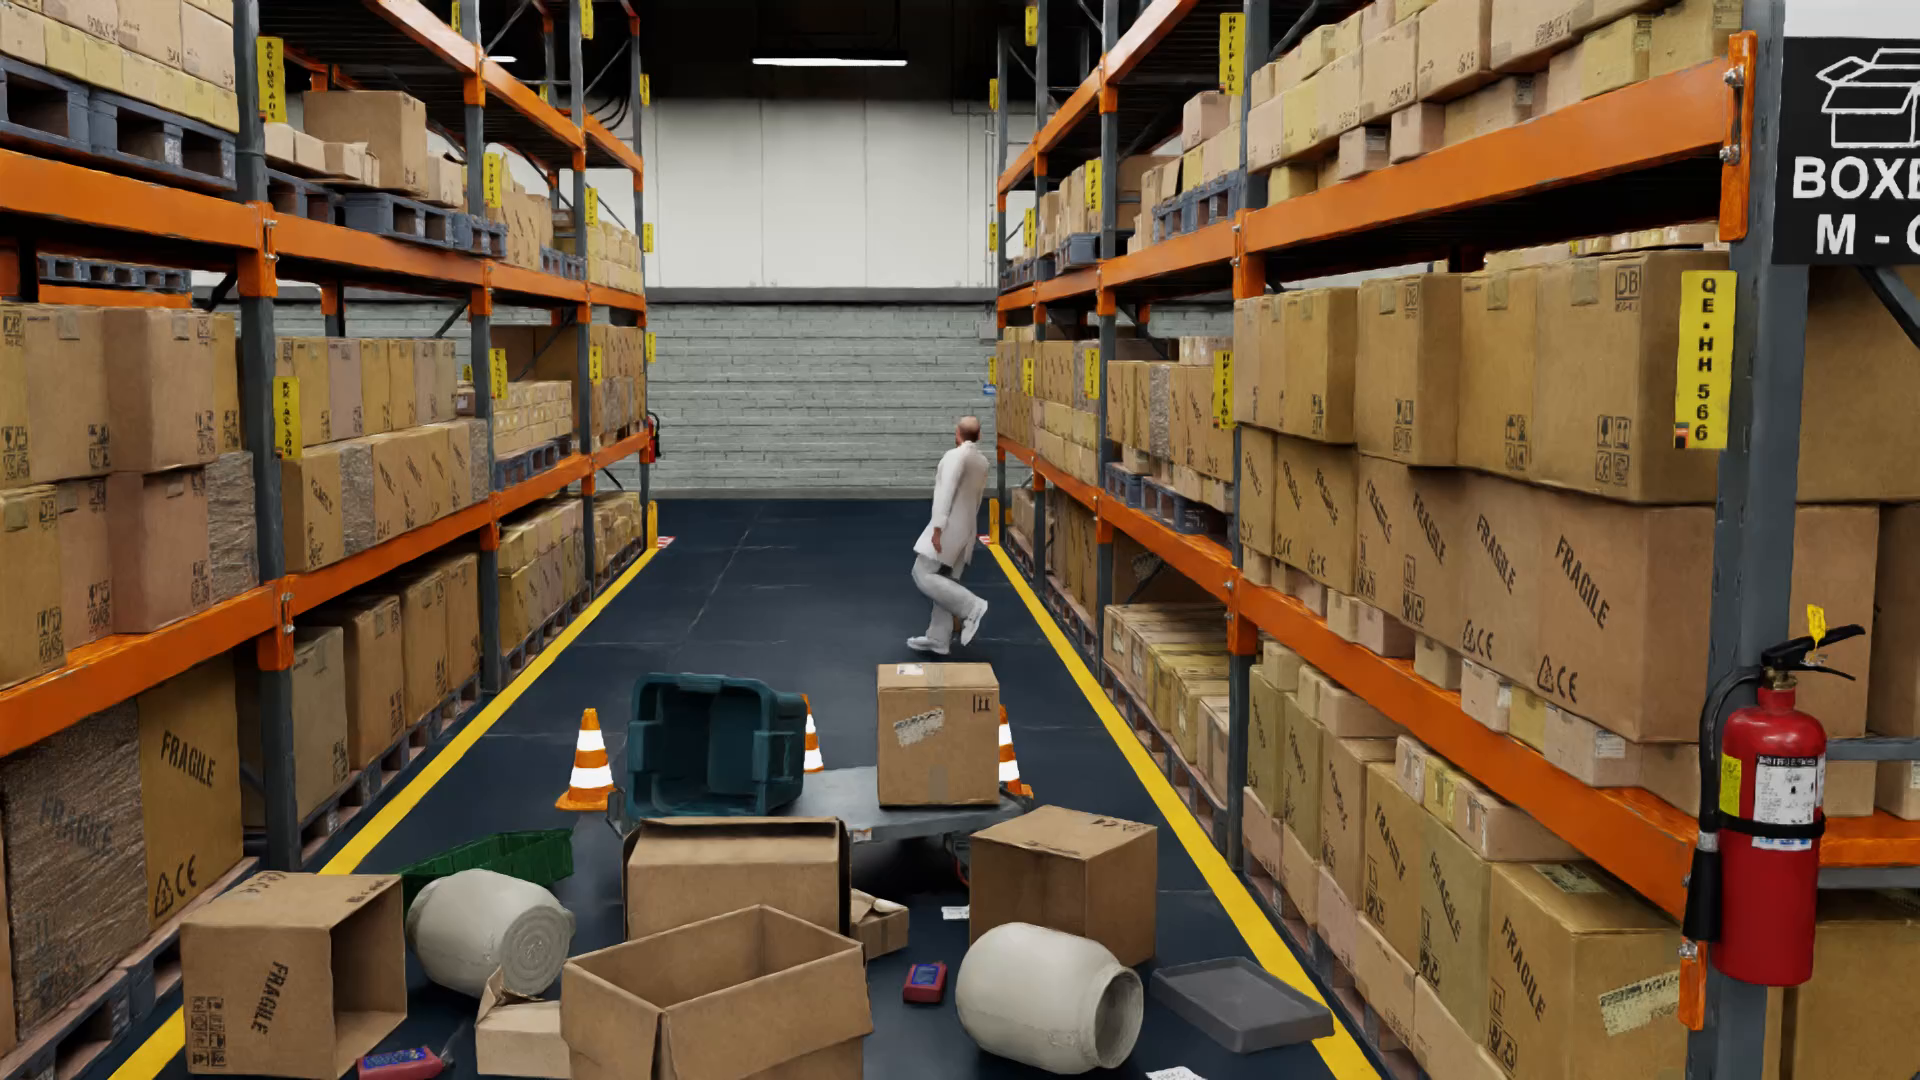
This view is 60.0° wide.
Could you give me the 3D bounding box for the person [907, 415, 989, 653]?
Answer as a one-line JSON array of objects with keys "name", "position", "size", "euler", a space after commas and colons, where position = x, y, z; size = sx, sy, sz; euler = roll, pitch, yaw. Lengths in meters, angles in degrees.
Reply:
[{"name": "person", "position": [-0.049, -0.046, 12.274], "size": [0.662, 1.739, 0.696], "euler": [3, 7, 22]}]
